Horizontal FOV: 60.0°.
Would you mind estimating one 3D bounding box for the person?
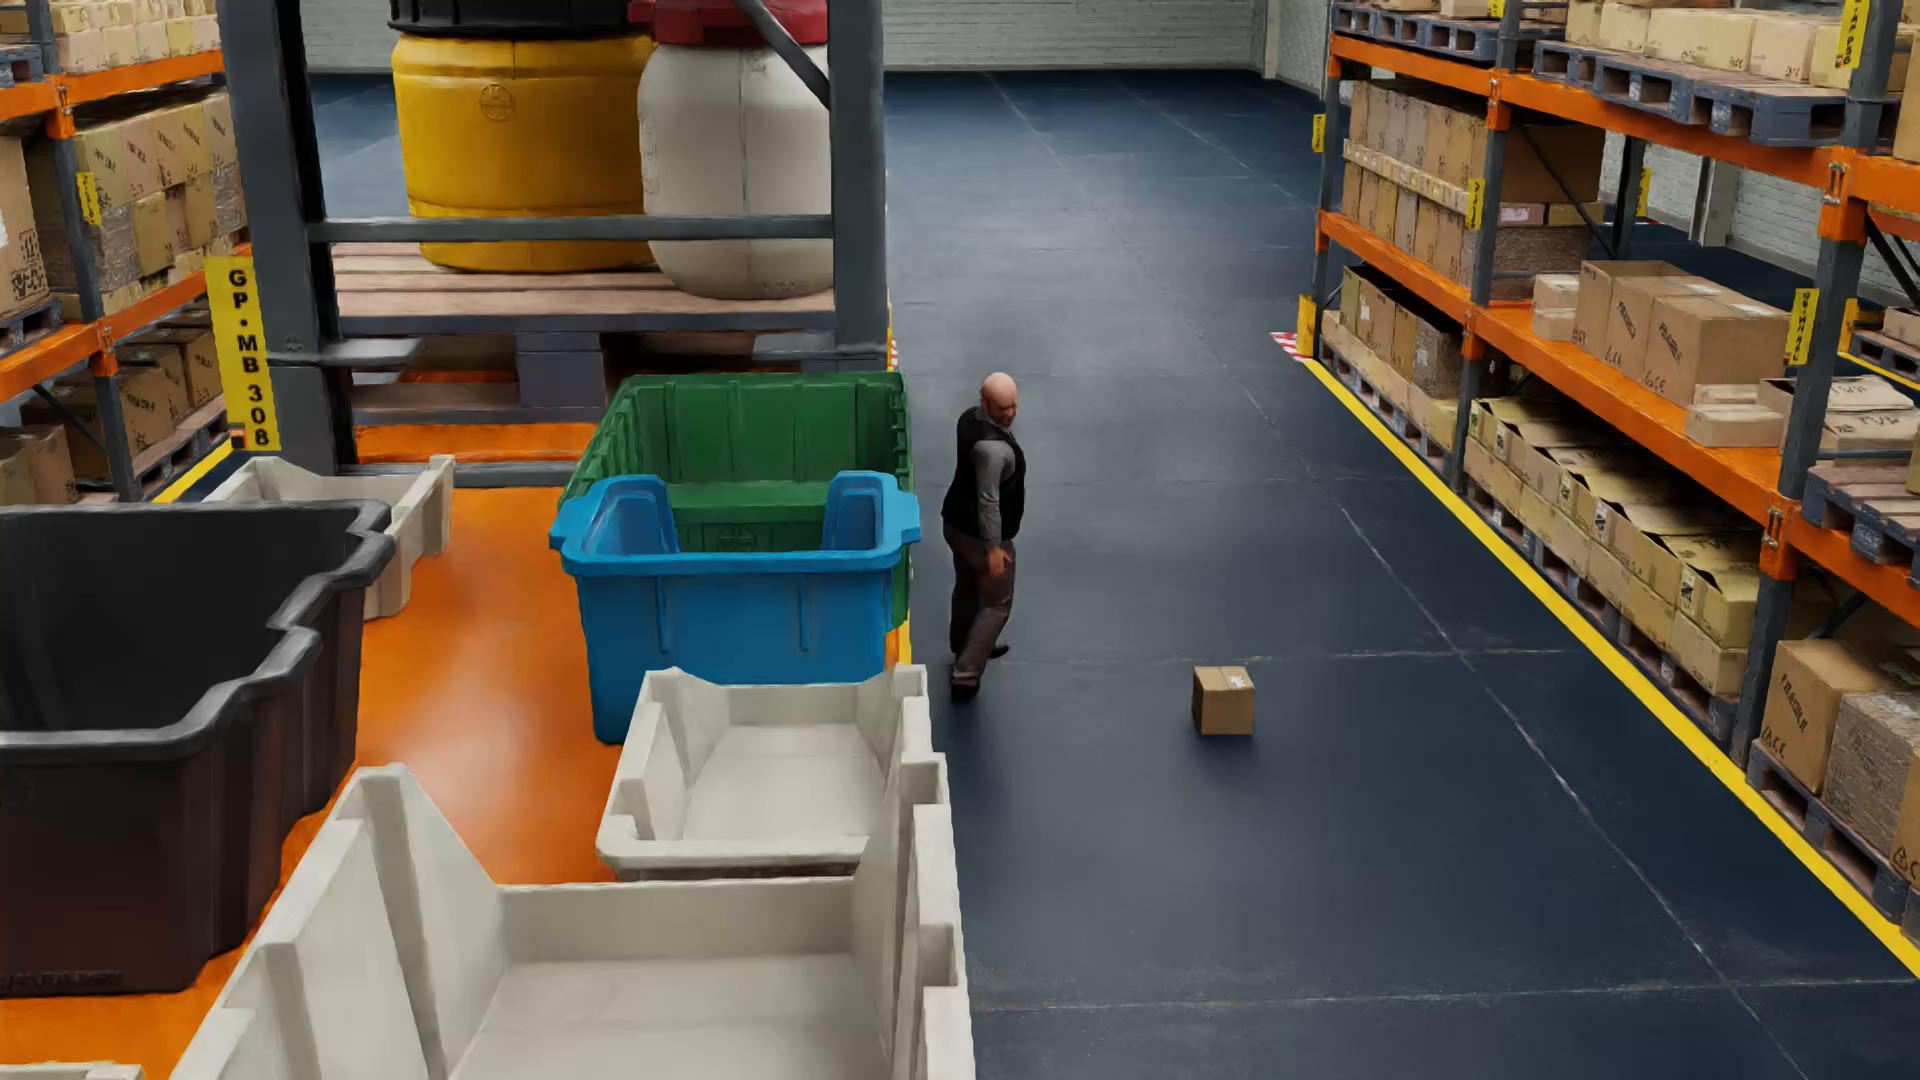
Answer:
[{"bbox_3d":[0.110,-0.062,8.325,0.569,1.670,0.662,-10,22,-24],"label":"person"}]
